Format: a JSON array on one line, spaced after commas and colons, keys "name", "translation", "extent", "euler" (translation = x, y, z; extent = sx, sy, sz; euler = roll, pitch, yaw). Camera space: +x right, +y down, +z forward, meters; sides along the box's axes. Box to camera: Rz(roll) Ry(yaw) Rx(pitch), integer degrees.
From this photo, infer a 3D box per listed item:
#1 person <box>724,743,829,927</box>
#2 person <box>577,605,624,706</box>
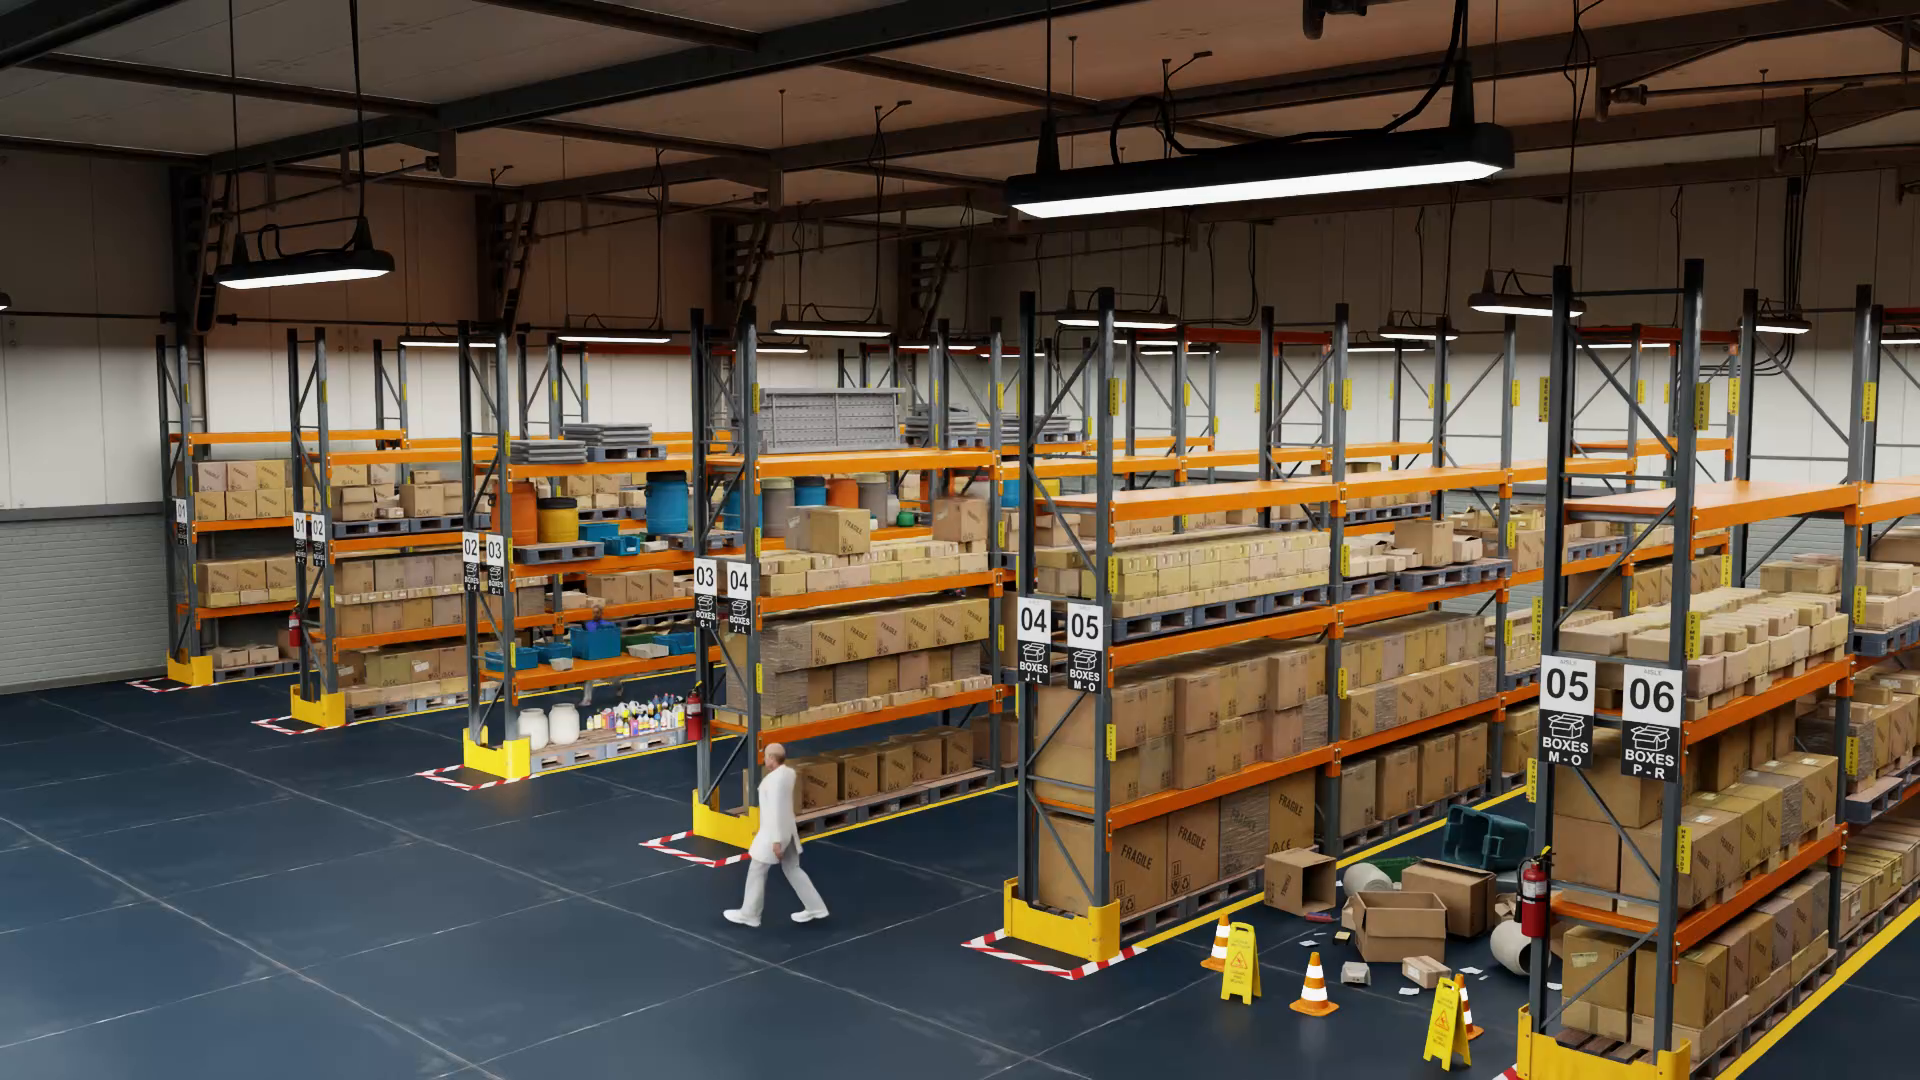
[{"name": "person", "translation": [-1.746, 2.807, 15.878], "extent": [0.960, 1.760, 0.534], "euler": [2, 6, 21]}, {"name": "person", "translation": [-5.804, 1.886, 26.798], "extent": [0.513, 1.488, 1.054], "euler": [2, 6, 18]}]
